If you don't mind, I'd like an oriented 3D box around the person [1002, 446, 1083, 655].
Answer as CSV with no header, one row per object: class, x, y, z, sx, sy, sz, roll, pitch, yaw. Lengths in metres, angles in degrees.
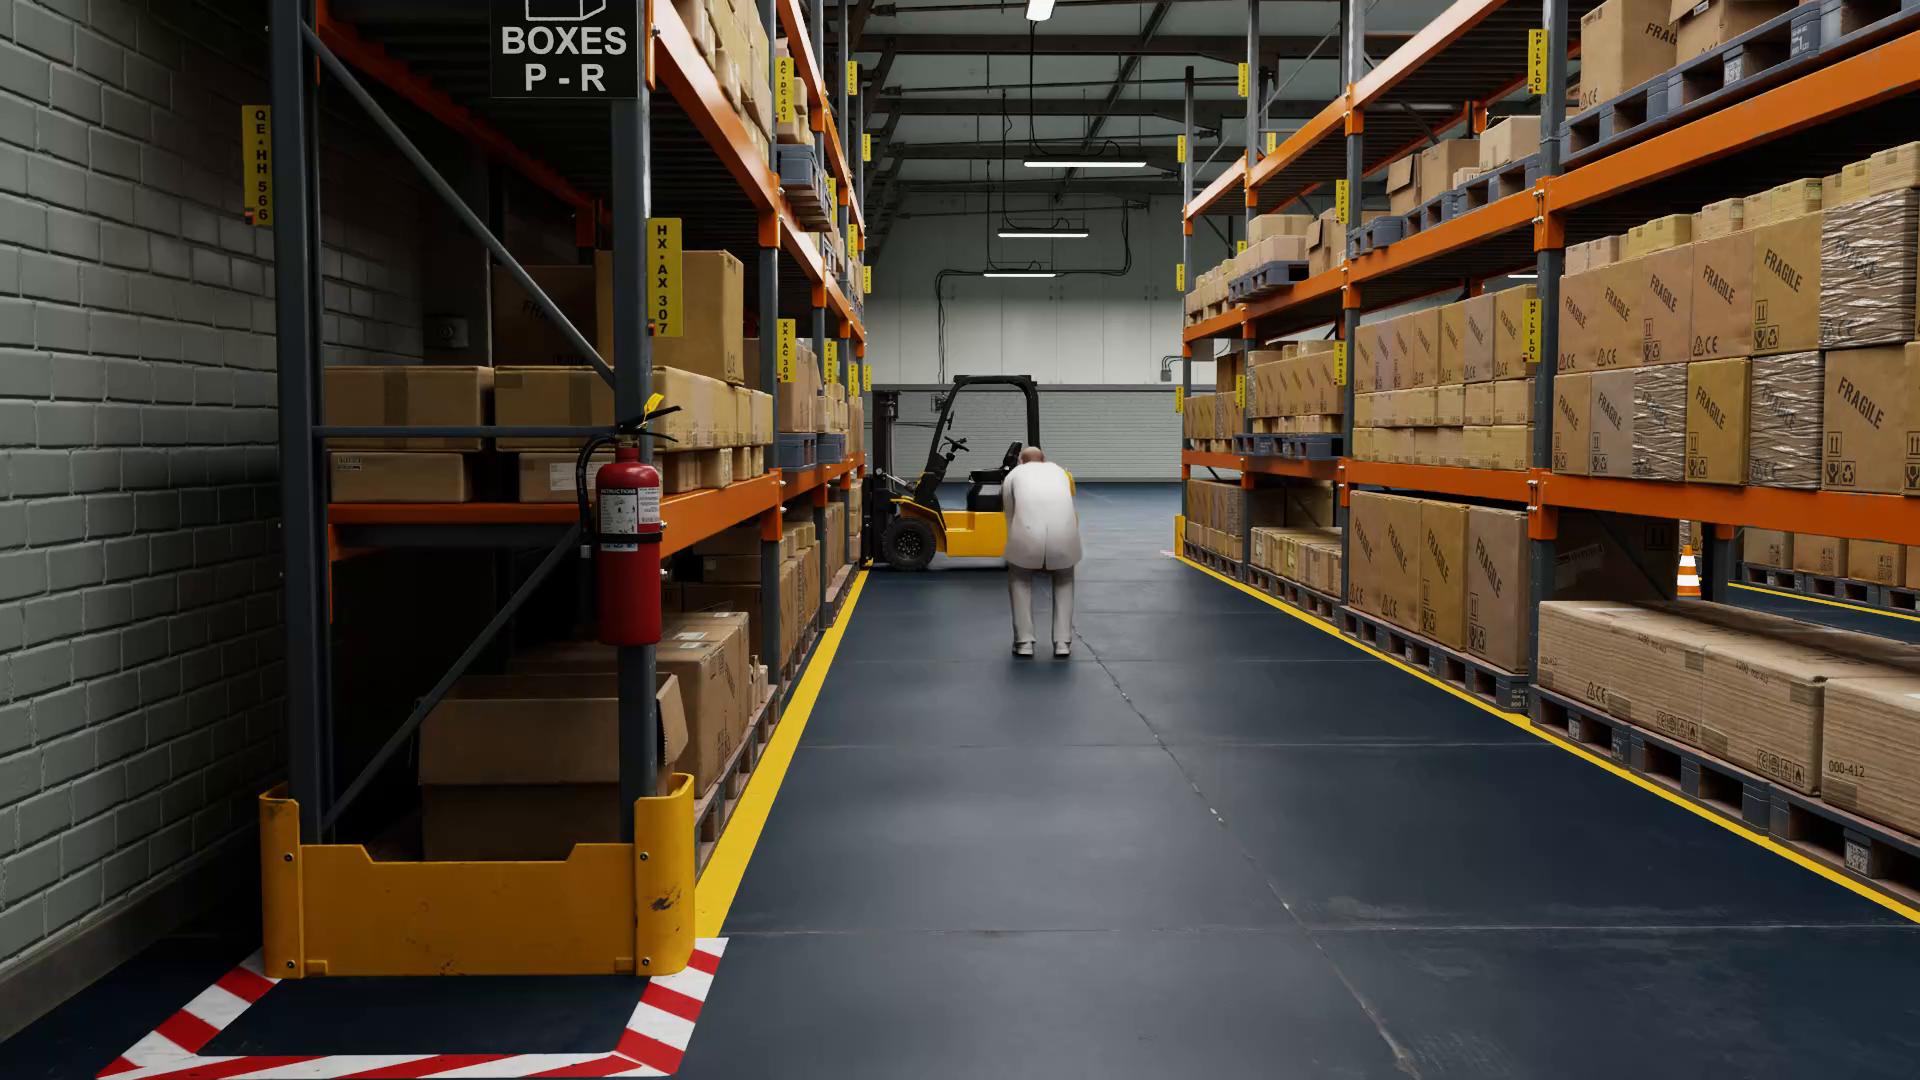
person,0.557,0.070,11.569,0.560,1.403,0.858,0,4,-3
